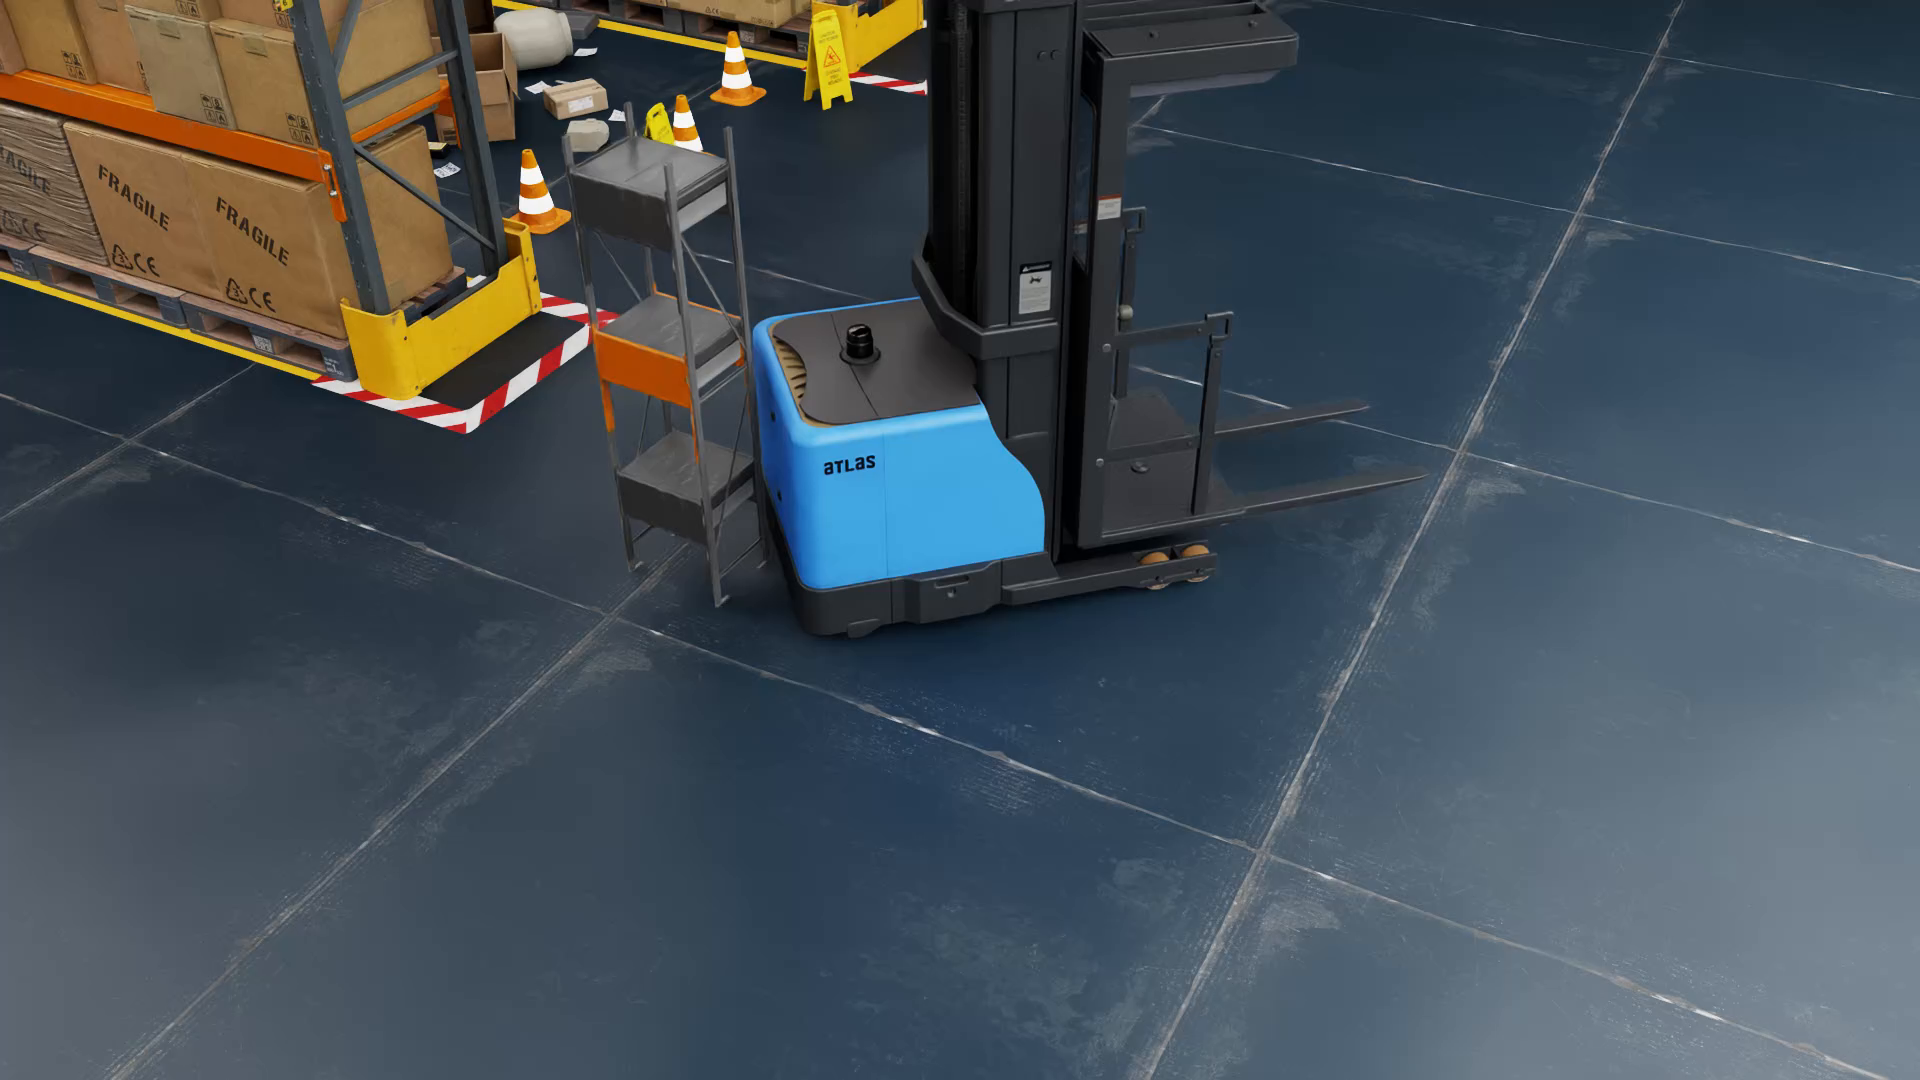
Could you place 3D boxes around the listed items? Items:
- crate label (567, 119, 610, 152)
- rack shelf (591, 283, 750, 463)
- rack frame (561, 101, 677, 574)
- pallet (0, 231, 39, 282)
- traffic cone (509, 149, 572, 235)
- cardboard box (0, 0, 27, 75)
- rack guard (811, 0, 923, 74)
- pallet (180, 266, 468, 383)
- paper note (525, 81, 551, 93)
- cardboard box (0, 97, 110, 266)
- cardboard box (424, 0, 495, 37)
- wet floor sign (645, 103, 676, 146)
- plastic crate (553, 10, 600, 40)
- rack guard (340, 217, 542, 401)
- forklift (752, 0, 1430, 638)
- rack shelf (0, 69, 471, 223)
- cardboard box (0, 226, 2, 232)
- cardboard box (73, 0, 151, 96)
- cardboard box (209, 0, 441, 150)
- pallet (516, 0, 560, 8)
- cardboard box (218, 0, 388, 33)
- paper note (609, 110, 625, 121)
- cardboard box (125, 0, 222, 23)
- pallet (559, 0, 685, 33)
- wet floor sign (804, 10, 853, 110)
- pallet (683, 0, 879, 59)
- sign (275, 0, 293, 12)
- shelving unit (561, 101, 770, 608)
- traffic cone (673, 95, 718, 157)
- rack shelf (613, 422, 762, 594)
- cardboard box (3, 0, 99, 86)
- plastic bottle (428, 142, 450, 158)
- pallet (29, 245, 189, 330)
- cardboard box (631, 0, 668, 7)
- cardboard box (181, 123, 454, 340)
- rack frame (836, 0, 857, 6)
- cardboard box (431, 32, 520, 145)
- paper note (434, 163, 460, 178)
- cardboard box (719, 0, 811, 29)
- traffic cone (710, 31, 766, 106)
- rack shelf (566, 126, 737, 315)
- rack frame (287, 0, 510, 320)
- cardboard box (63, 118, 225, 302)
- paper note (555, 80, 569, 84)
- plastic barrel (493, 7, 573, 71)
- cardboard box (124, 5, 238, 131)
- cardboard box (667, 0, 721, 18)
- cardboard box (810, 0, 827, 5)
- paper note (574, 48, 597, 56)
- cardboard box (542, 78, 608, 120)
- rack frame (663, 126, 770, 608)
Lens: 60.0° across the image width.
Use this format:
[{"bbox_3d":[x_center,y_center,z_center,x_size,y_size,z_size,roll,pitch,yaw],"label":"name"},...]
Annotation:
[{"bbox_3d":[-2.529,-2.746,11.254,0.298,0.136,0.250,-2,37,-2],"label":"crate label"},{"bbox_3d":[-1.189,-0.703,6.961,0.480,0.518,0.431,19,41,24],"label":"rack shelf"},{"bbox_3d":[-1.400,-0.788,7.051,0.015,2.100,0.400,19,41,24],"label":"rack frame"},{"bbox_3d":[-5.718,-2.026,10.245,1.213,0.211,1.003,17,41,21],"label":"pallet"},{"bbox_3d":[-2.624,-2.178,10.237,0.334,0.463,0.336,17,41,21],"label":"traffic cone"},{"bbox_3d":[-5.100,-3.000,9.097,0.550,0.550,0.875,17,41,21],"label":"cardboard box"},{"bbox_3d":[-0.686,-3.990,12.592,0.348,0.500,1.175,17,41,21],"label":"rack guard"},{"bbox_3d":[-3.552,-1.348,9.351,1.213,0.211,1.003,17,41,21],"label":"pallet"},{"bbox_3d":[-3.059,-3.288,12.066,0.148,0.019,0.142,-29,46,-33],"label":"paper note"},{"bbox_3d":[-5.029,-2.251,9.644,0.875,0.875,0.875,18,41,22],"label":"cardboard box"},{"bbox_3d":[-3.845,-4.053,12.674,0.500,0.500,0.500,-14,39,-18],"label":"cardboard box"},{"bbox_3d":[-1.869,-2.396,10.372,0.232,0.644,0.267,11,38,14],"label":"wet floor sign"},{"bbox_3d":[-3.154,-4.037,13.002,0.583,0.080,0.402,4,37,6],"label":"plastic crate"},{"bbox_3d":[-2.784,-1.276,9.018,0.348,0.500,1.175,17,41,21],"label":"rack guard"},{"bbox_3d":[0.657,-1.243,6.963,3.031,2.935,1.130,-10,38,-13],"label":"forklift"},{"bbox_3d":[-4.582,-2.548,9.221,4.000,0.370,1.077,17,41,21],"label":"rack shelf"},{"bbox_3d":[-5.831,-2.499,9.971,0.875,0.875,0.875,18,41,22],"label":"cardboard box"},{"bbox_3d":[-4.094,-2.781,8.809,0.550,0.550,0.875,17,41,21],"label":"cardboard box"},{"bbox_3d":[-3.156,-2.417,8.329,0.550,0.550,0.875,17,41,21],"label":"cardboard box"},{"bbox_3d":[-3.558,-4.798,13.896,1.213,0.211,1.003,17,41,21],"label":"pallet"},{"bbox_3d":[-3.117,-2.892,8.062,0.550,0.550,0.875,17,41,21],"label":"cardboard box"},{"bbox_3d":[-2.374,-2.976,11.645,0.142,0.019,0.148,4,37,6],"label":"paper note"},{"bbox_3d":[-3.648,-2.996,8.198,0.550,0.550,0.875,17,41,21],"label":"cardboard box"},{"bbox_3d":[-2.471,-4.459,13.450,1.213,0.211,1.003,17,41,21],"label":"pallet"},{"bbox_3d":[-0.942,-3.399,11.694,0.267,0.644,0.232,-29,46,-33],"label":"wet floor sign"},{"bbox_3d":[-1.391,-4.119,13.002,1.213,0.211,1.003,17,41,21],"label":"pallet"},{"bbox_3d":[-3.067,-2.546,7.470,0.005,0.325,0.100,17,41,21],"label":"sign"},{"bbox_3d":[-1.189,-0.714,6.953,0.503,2.100,0.431,19,41,24],"label":"shelving unit"},{"bbox_3d":[-1.803,-2.690,10.911,0.334,0.463,0.336,17,41,21],"label":"traffic cone"},{"bbox_3d":[-1.188,-0.146,7.385,0.480,0.518,0.431,19,41,24],"label":"rack shelf"},{"bbox_3d":[-4.584,-2.907,8.974,0.500,0.550,0.875,17,41,21],"label":"cardboard box"},{"bbox_3d":[-3.578,-2.617,11.148,0.283,0.061,0.133,4,37,6],"label":"plastic bottle"},{"bbox_3d":[-4.631,-1.688,9.799,1.213,0.211,1.003,17,41,21],"label":"pallet"},{"bbox_3d":[-2.384,-4.407,13.002,0.500,0.250,0.500,16,40,20],"label":"cardboard box"},{"bbox_3d":[-3.438,-1.752,8.988,0.875,0.875,0.875,18,41,22],"label":"cardboard box"},{"bbox_3d":[-0.619,-4.964,11.809,0.127,3.000,1.000,17,41,21],"label":"rack frame"},{"bbox_3d":[-3.343,-3.099,11.416,0.637,0.503,0.797,-8,38,-10],"label":"cardboard box"},{"bbox_3d":[-3.380,-2.431,10.929,0.144,0.017,0.142,-29,46,-33],"label":"paper note"},{"bbox_3d":[-1.482,-4.123,12.628,0.500,0.250,0.500,17,40,21],"label":"cardboard box"},{"bbox_3d":[-1.594,-3.381,11.821,0.334,0.463,0.336,17,41,21],"label":"traffic cone"},{"bbox_3d":[-1.190,-1.261,6.538,0.480,0.518,0.431,19,41,24],"label":"rack shelf"},{"bbox_3d":[-2.806,-2.278,8.271,0.127,3.000,1.000,17,41,21],"label":"rack frame"},{"bbox_3d":[-4.220,-1.996,9.309,0.875,0.875,0.875,17,40,21],"label":"cardboard box"},{"bbox_3d":[-2.901,-3.344,12.147,0.123,0.001,0.032,17,41,21],"label":"paper note"},{"bbox_3d":[-3.149,-3.699,12.274,0.512,0.421,0.421,-14,39,-18],"label":"plastic barrel"},{"bbox_3d":[-3.654,-2.558,8.515,0.550,0.550,0.875,17,41,21],"label":"cardboard box"},{"bbox_3d":[-1.917,-4.265,12.814,0.500,0.250,0.500,18,41,22],"label":"cardboard box"},{"bbox_3d":[-1.208,-4.409,13.004,0.500,0.250,0.500,17,40,21],"label":"cardboard box"},{"bbox_3d":[-2.837,-3.704,12.604,0.148,0.019,0.142,4,37,6],"label":"paper note"},{"bbox_3d":[-2.711,-3.108,11.722,0.380,0.149,0.250,-21,42,-25],"label":"cardboard box"},{"bbox_3d":[-0.978,-0.640,6.855,0.015,2.100,0.400,19,41,24],"label":"rack frame"}]
